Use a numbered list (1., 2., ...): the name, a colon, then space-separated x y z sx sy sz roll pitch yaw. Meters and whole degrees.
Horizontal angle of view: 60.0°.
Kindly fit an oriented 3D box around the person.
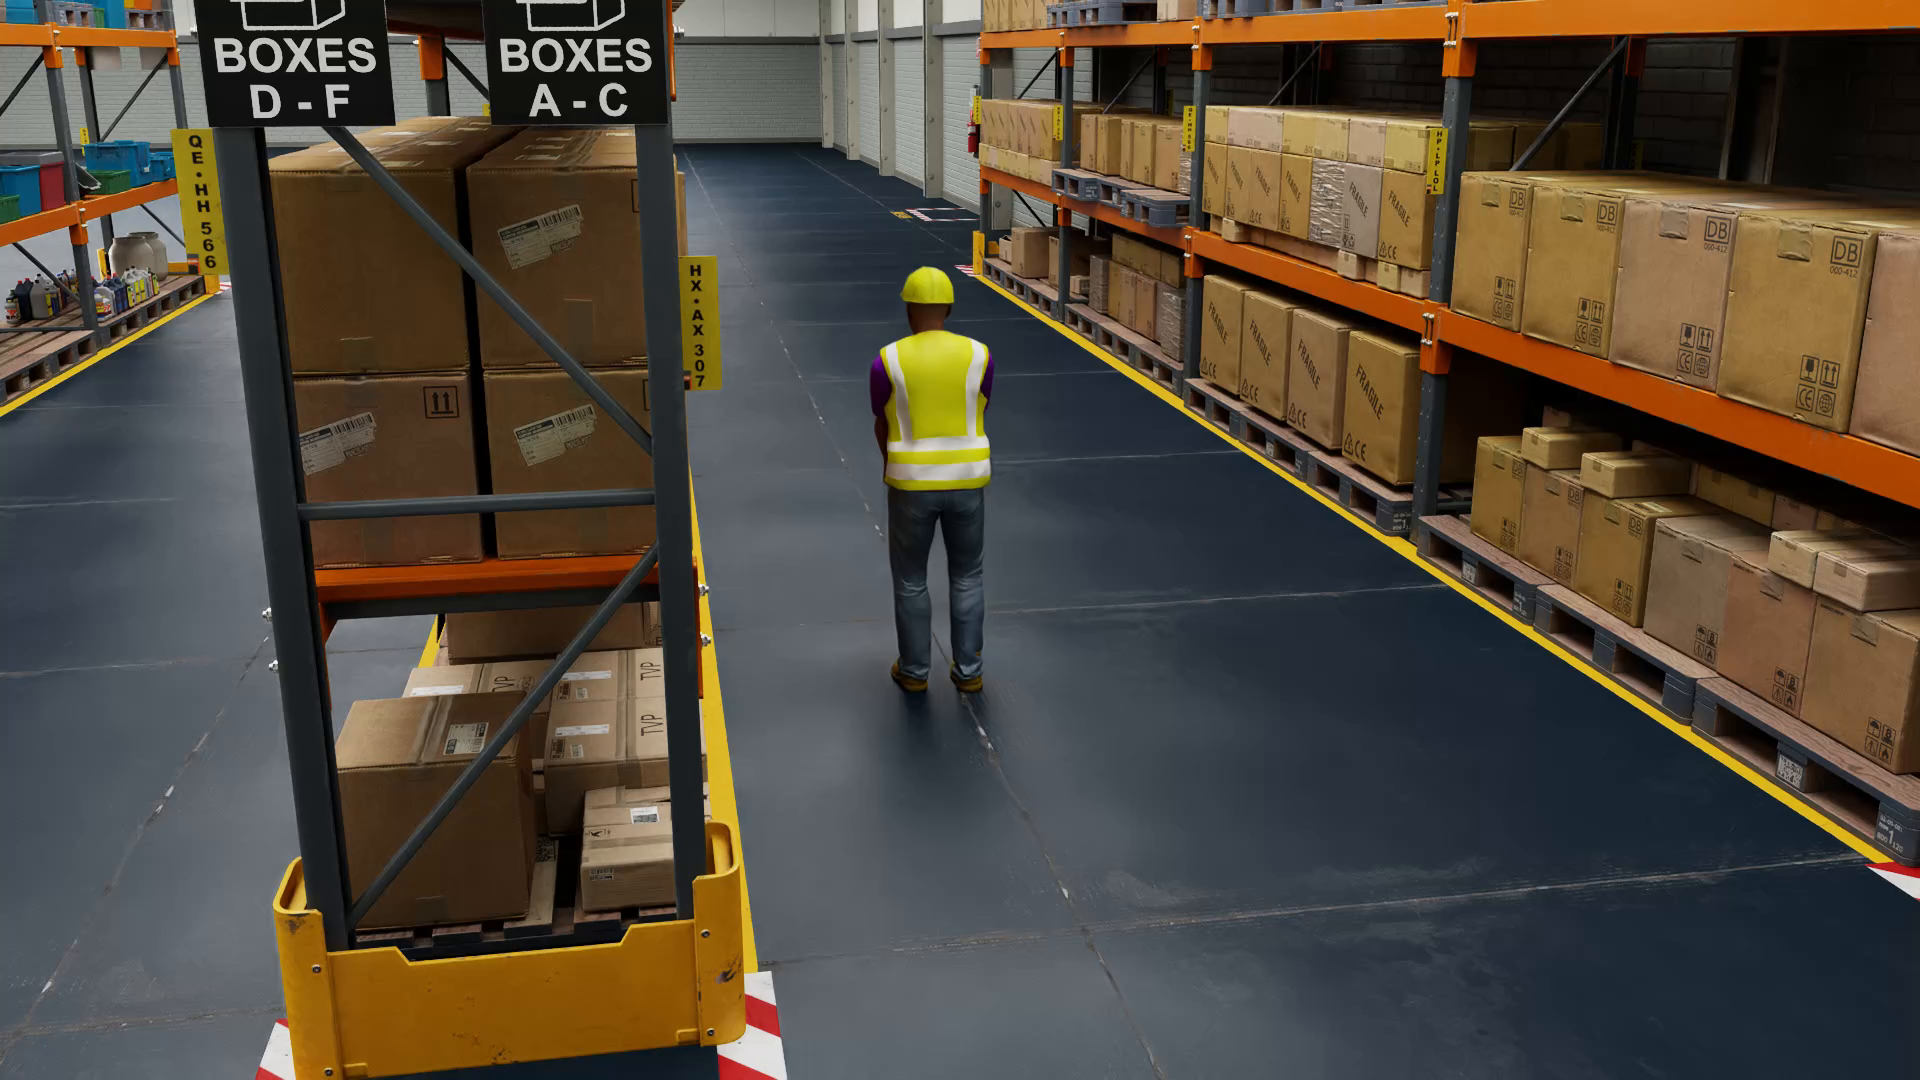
1. person: -0.128 -0.251 6.871 0.505 1.756 0.575 -3 17 -11
